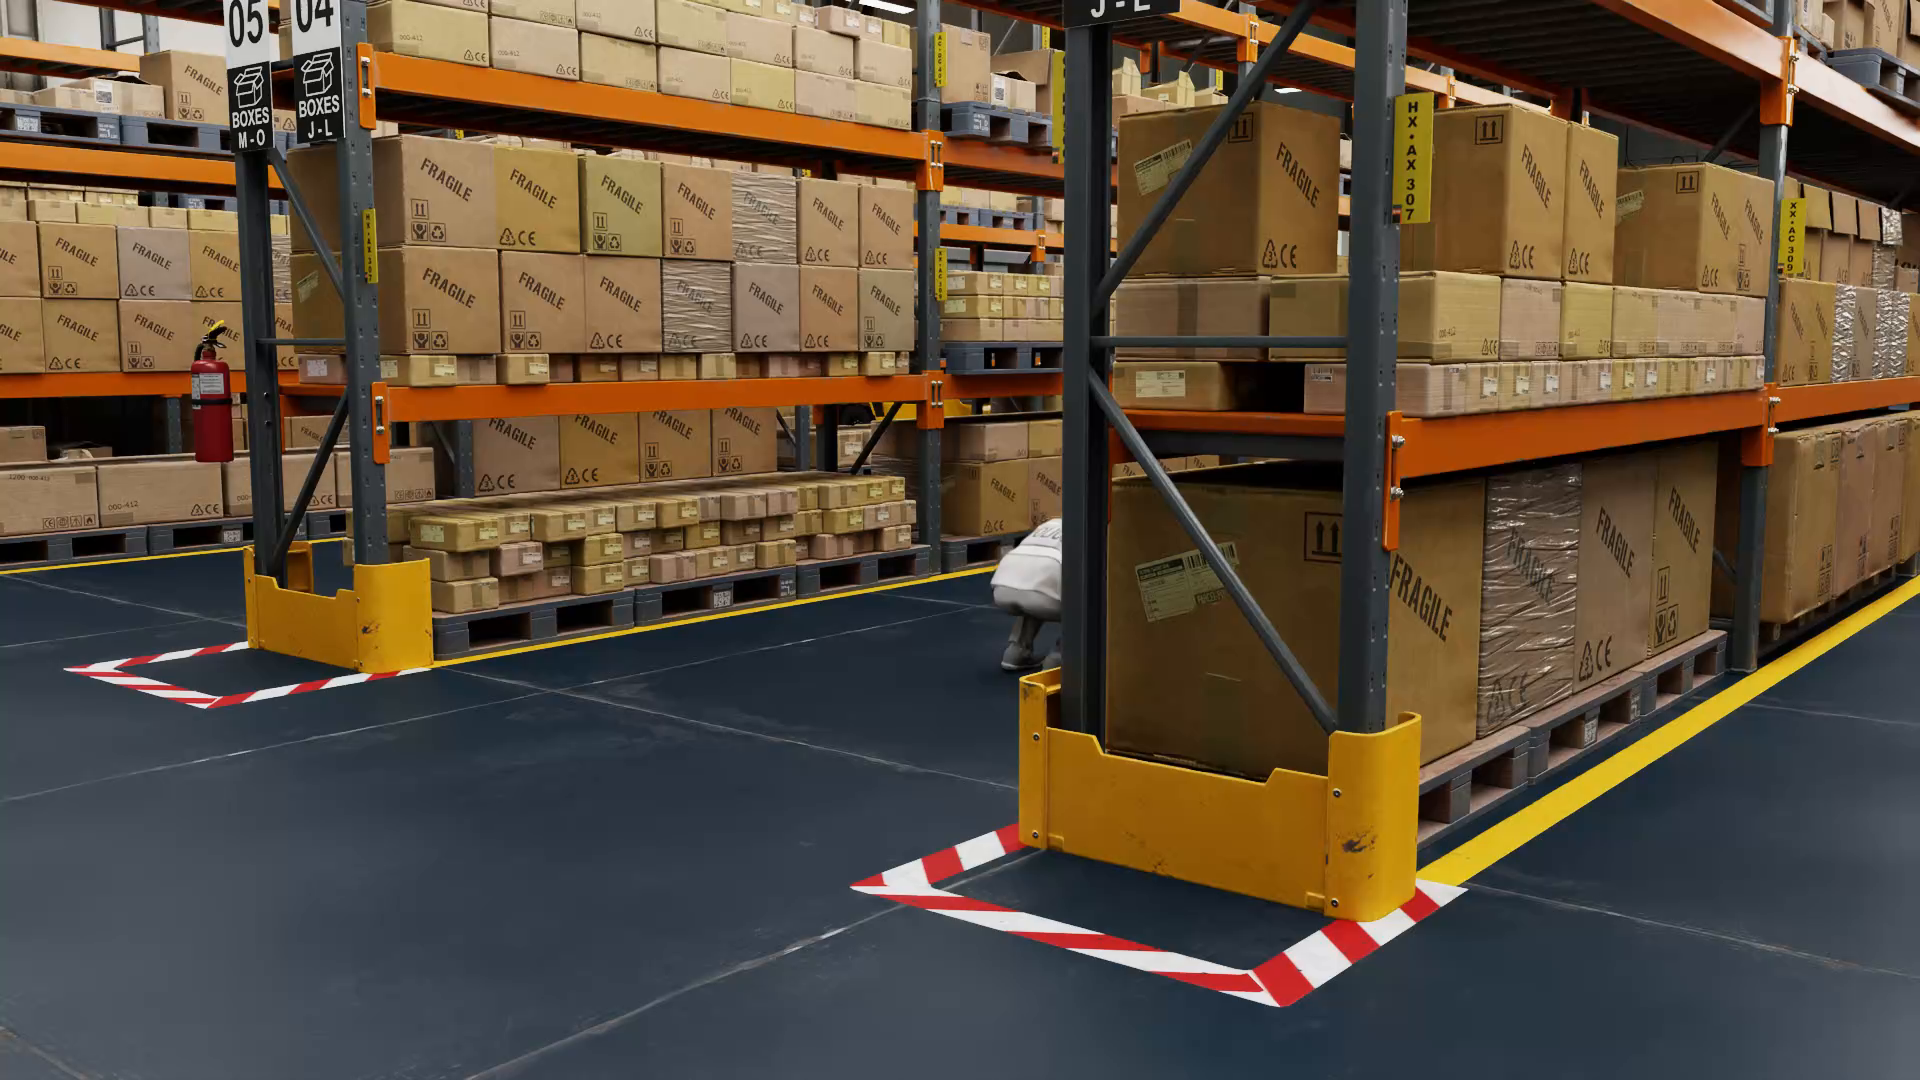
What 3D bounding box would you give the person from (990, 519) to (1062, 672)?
[{"bbox_3d":[0.488,0.242,7.775,0.474,0.853,0.886,5,9,38],"label":"person"}]
